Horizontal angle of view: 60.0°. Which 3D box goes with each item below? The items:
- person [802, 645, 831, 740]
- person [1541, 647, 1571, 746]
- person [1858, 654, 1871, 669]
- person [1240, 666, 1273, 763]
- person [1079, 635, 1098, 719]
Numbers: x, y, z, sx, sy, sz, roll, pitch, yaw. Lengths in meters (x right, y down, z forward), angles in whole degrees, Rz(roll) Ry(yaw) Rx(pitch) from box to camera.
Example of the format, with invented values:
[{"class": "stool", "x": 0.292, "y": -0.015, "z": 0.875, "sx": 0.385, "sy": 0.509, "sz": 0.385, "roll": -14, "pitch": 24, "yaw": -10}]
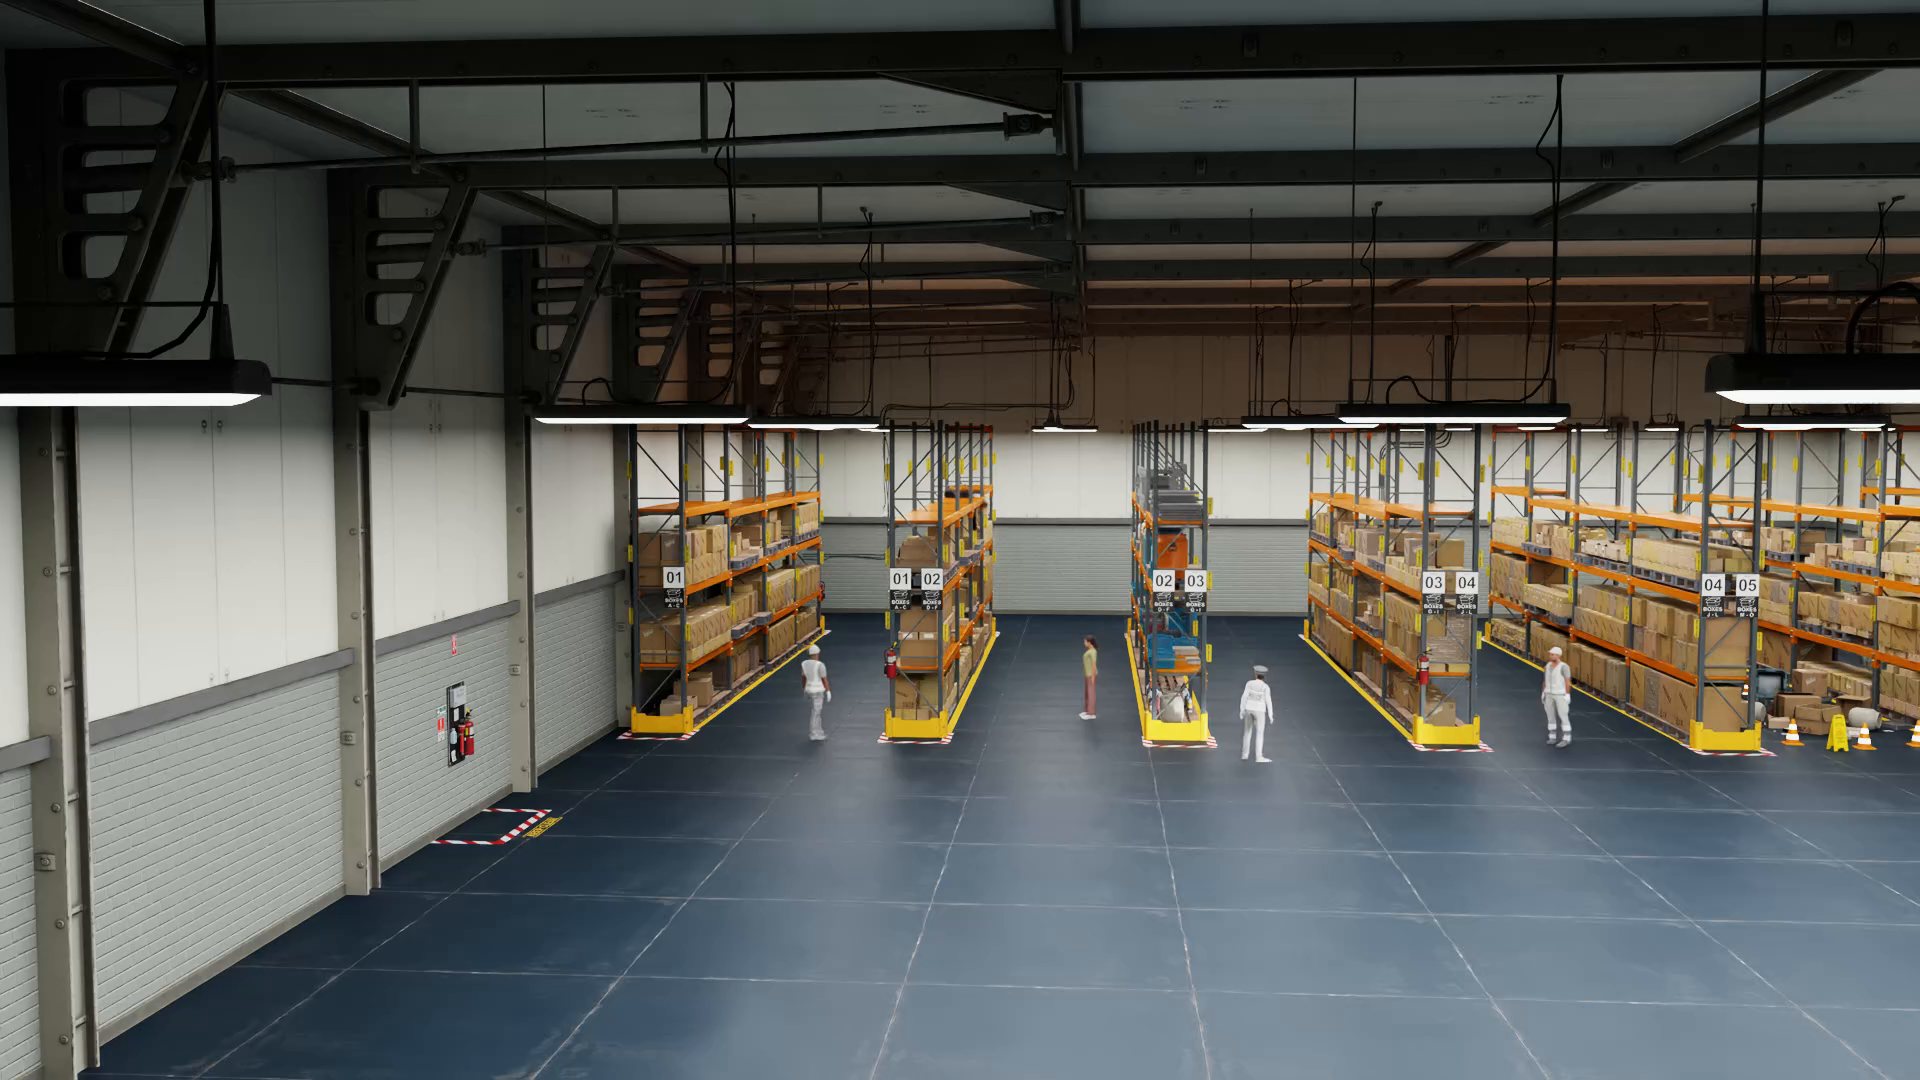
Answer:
[{"class": "person", "x": -2.649, "y": 2.870, "z": 31.223, "sx": 0.578, "sy": 1.822, "sz": 0.548, "roll": -2, "pitch": 4, "yaw": -29}, {"class": "person", "x": 11.003, "y": 2.878, "z": 30.735, "sx": 0.413, "sy": 1.793, "sz": 0.595, "roll": -3, "pitch": 5, "yaw": -39}, {"class": "person", "x": 21.750, "y": 2.327, "z": 40.214, "sx": 0.514, "sy": 1.678, "sz": 0.429, "roll": -3, "pitch": 4, "yaw": -36}, {"class": "person", "x": 5.162, "y": 3.065, "z": 29.158, "sx": 0.636, "sy": 1.724, "sz": 0.400, "roll": 3, "pitch": 5, "yaw": 42}, {"class": "person", "x": 2.606, "y": 2.753, "z": 33.564, "sx": 0.394, "sy": 1.678, "sz": 0.491, "roll": 0, "pitch": 4, "yaw": -2}]
